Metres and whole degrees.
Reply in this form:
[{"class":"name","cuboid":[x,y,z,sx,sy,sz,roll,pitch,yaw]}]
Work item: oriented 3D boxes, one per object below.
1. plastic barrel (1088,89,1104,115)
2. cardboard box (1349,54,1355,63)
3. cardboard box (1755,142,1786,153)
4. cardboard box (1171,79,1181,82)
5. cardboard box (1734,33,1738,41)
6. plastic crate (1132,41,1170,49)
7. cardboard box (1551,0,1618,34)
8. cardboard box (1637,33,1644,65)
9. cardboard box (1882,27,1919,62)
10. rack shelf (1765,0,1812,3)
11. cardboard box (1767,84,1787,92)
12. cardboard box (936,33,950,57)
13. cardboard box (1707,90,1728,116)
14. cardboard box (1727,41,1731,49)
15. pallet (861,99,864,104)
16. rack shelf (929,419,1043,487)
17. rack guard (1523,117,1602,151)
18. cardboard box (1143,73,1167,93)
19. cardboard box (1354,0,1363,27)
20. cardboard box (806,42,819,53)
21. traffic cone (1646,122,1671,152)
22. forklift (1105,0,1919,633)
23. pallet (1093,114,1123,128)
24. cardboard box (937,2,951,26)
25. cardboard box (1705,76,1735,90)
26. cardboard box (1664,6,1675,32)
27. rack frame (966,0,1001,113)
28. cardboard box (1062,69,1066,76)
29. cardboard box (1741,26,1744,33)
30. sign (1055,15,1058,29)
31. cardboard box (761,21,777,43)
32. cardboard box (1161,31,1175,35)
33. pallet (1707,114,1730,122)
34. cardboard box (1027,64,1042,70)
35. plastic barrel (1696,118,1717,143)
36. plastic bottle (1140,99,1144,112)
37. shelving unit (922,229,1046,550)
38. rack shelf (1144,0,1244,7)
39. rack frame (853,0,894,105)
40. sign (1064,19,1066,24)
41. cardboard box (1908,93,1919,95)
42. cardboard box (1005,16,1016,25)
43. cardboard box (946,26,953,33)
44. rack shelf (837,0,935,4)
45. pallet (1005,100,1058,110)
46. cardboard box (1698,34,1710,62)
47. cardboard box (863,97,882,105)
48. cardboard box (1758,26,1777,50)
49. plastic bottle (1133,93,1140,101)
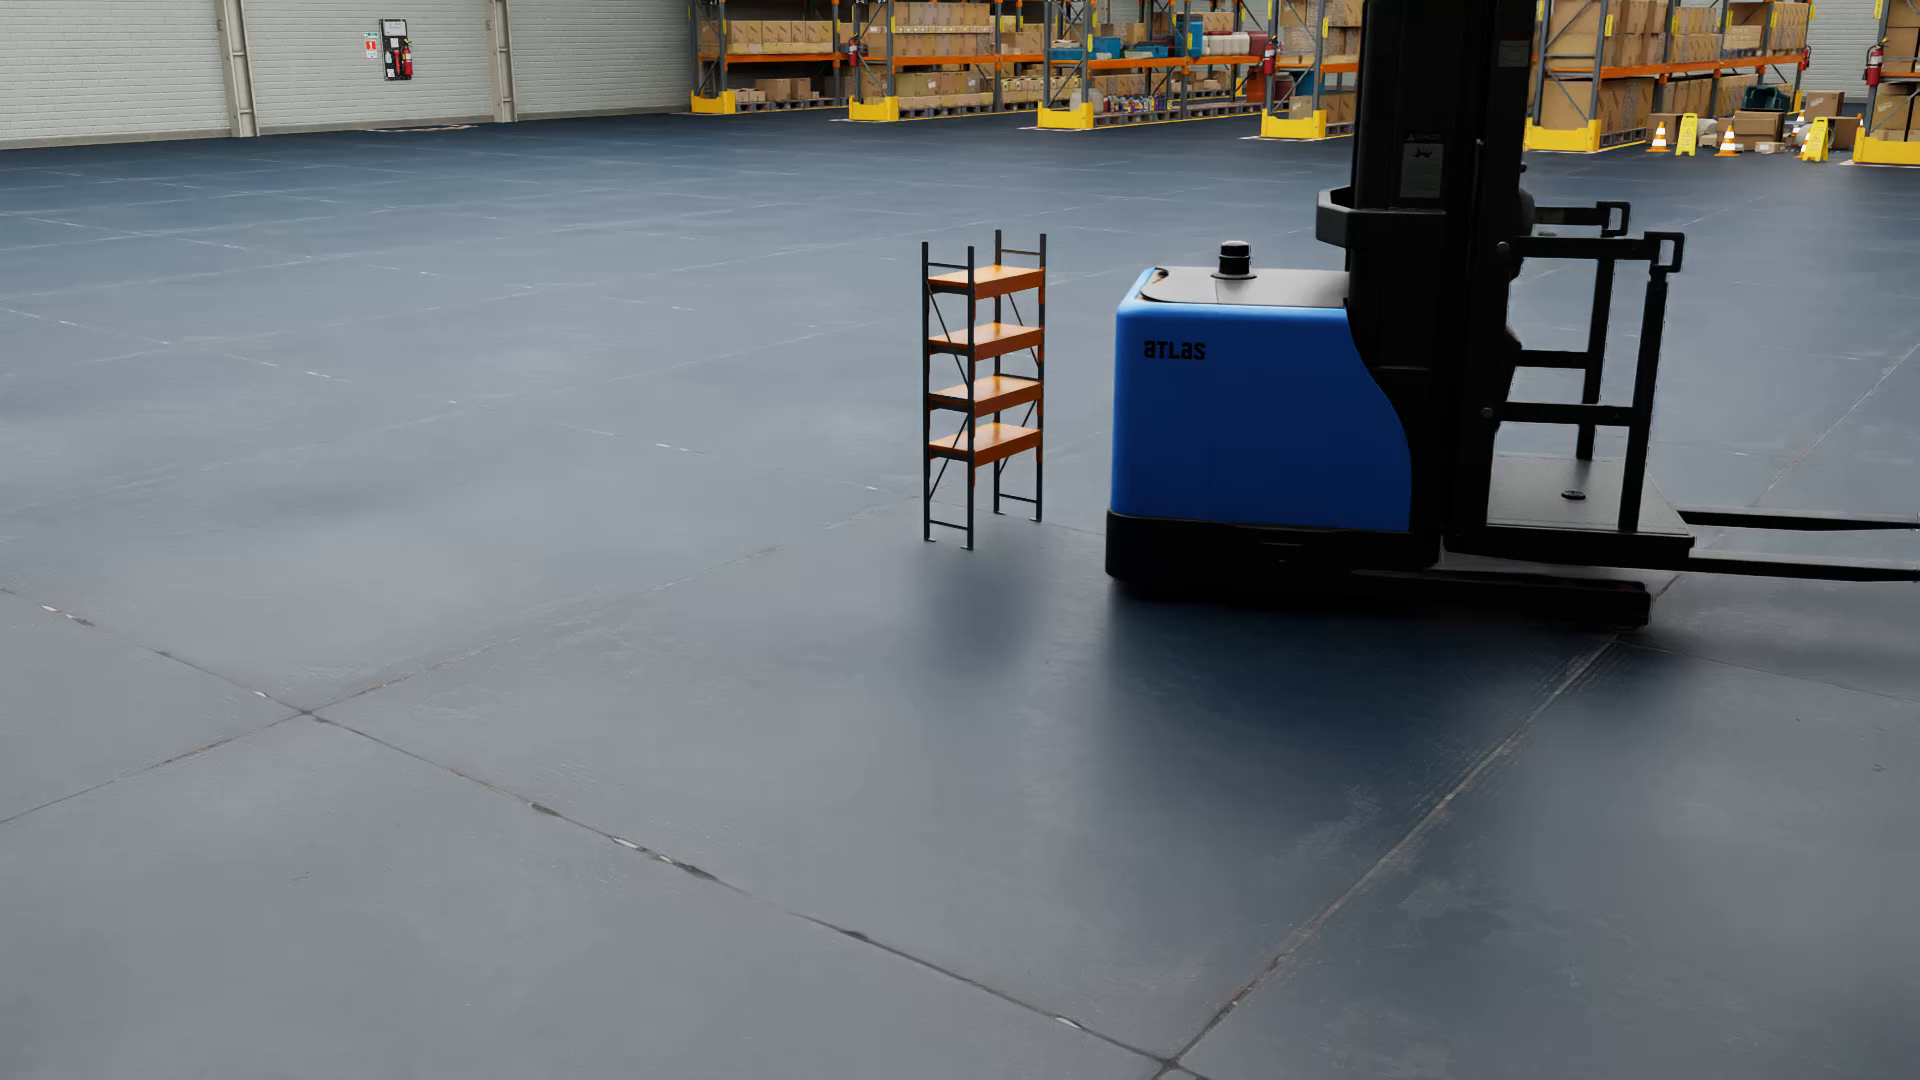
[{"class":"plastic barrel","cuboid":[2.741,-9.020,34.220,0.421,0.512,0.421,0,17,0]},{"class":"cardboard box","cuboid":[7.190,-9.048,31.245,0.380,0.149,0.250,12,21,35]},{"class":"cardboard box","cuboid":[13.207,-6.399,27.100,0.250,0.149,0.380,-7,19,-22]},{"class":"cardboard box","cuboid":[5.845,-12.743,46.513,0.500,0.311,0.500,12,21,35]},{"class":"cardboard box","cuboid":[15.844,-10.399,34.385,0.380,0.149,0.250,12,21,35]},{"class":"plastic crate","cuboid":[4.081,-10.539,35.728,0.767,0.338,0.504,12,21,35]},{"class":"cardboard box","cuboid":[10.265,-8.611,27.342,0.875,0.550,0.550,12,21,35]},{"class":"cardboard box","cuboid":[11.460,-8.634,29.236,0.875,0.550,0.550,12,21,35]},{"class":"cardboard box","cuboid":[14.151,-7.460,25.037,0.500,0.500,0.500,12,21,34]},{"class":"rack shelf","cuboid":[18.355,-12.366,37.662,1.077,0.370,4.000,12,21,35]},{"class":"cardboard box","cuboid":[18.866,-10.448,38.425,0.380,0.149,0.250,13,22,37]},{"class":"cardboard box","cuboid":[-0.655,-11.120,37.327,0.700,0.500,0.500,13,22,36]},{"class":"cardboard box","cuboid":[15.406,-8.978,34.104,0.500,0.500,0.500,11,21,32]},{"class":"cardboard box","cuboid":[15.529,-10.128,34.014,0.380,0.149,0.250,14,22,37]},{"class":"pallet","cuboid":[-2.272,-11.567,43.637,1.003,0.211,1.213,12,21,35]},{"class":"rack shelf","cuboid":[0.099,-0.359,6.772,0.258,0.148,0.480,12,21,35]},{"class":"rack guard","cuboid":[9.999,-6.743,27.614,1.175,0.500,0.348,12,21,35]},{"class":"cardboard box","cuboid":[5.222,-12.301,44.770,0.500,0.500,0.500,12,21,34]},{"class":"cardboard box","cuboid":[7.237,-9.830,30.985,0.500,0.500,0.500,12,21,35]},{"class":"cardboard box","cuboid":[-3.803,-12.076,40.792,0.500,0.250,0.500,13,21,35]},{"class":"traffic cone","cuboid":[11.470,-6.607,27.238,0.336,0.463,0.334,12,21,35]},{"class":"forklift","cuboid":[2.106,-1.252,5.832,3.031,2.935,1.130,3,18,11]},{"class":"pallet","cuboid":[2.608,-8.605,34.099,1.003,0.211,1.213,12,21,35]},{"class":"cardboard box","cuboid":[-0.637,-11.749,37.164,0.700,0.500,0.500,12,21,35]},{"class":"cardboard box","cuboid":[15.687,-9.455,34.375,0.500,0.250,0.500,12,21,34]},{"class":"cardboard box","cuboid":[12.687,-9.540,30.551,0.700,0.500,0.500,12,21,34]},{"class":"rack frame","cuboid":[0.520,-11.547,38.870,1.000,3.000,0.127,12,21,35]},{"class":"cardboard box","cuboid":[2.755,-13.863,49.834,0.700,0.500,0.500,12,21,33]},{"class":"cardboard box","cuboid":[16.144,-10.661,34.727,0.380,0.149,0.250,12,21,34]},{"class":"sign","cuboid":[2.461,-13.109,42.079,0.100,0.325,0.005,12,21,35]},{"class":"cardboard box","cuboid":[-4.703,-12.063,39.487,0.500,0.500,0.500,12,21,33]},{"class":"cardboard box","cuboid":[5.809,-13.574,45.227,0.500,0.500,0.500,13,22,36]},{"class":"pallet","cuboid":[15.246,-8.702,34.410,1.003,0.211,1.213,12,21,35]},{"class":"cardboard box","cuboid":[2.184,-13.853,48.708,0.380,0.149,0.250,13,22,37]},{"class":"plastic barrel","cuboid":[12.952,-7.124,28.969,0.421,0.421,0.512,-4,18,-13]},{"class":"plastic bottle","cuboid":[3.827,-9.156,35.028,0.097,0.271,0.097,0,17,0]},{"class":"shelving unit","cuboid":[0.099,-0.612,6.693,0.258,1.200,0.503,12,21,35]},{"class":"rack shelf","cuboid":[6.478,-15.018,46.201,1.077,0.370,4.000,12,21,35]},{"class":"rack frame","cuboid":[-1.864,-10.594,35.802,1.000,3.000,0.127,12,21,35]},{"class":"sign","cuboid":[3.247,-15.830,51.070,0.100,0.325,0.005,12,21,35]},{"class":"cardboard box","cuboid":[14.625,-6.699,25.922,0.500,0.500,0.500,13,22,37]},{"class":"cardboard box","cuboid":[1.233,-14.728,47.145,0.500,0.250,0.500,13,22,36]},{"class":"cardboard box","cuboid":[-0.384,-11.436,37.250,0.380,0.149,0.250,13,22,36]},{"class":"rack shelf","cuboid":[-2.269,-13.987,42.882,1.077,0.370,4.000,12,21,35]},{"class":"pallet","cuboid":[1.654,-10.690,40.810,1.003,0.211,1.213,12,21,35]},{"class":"cardboard box","cuboid":[14.131,-9.503,32.120,0.500,0.500,0.500,12,21,34]},{"class":"cardboard box","cuboid":[-1.782,-9.662,36.727,0.500,0.250,0.500,12,21,35]},{"class":"cardboard box","cuboid":[17.660,-11.064,36.643,0.500,0.500,0.500,12,21,34]},{"class":"plastic bottle","cuboid":[3.797,-9.472,35.911,0.144,0.351,0.185,12,21,35]}]
